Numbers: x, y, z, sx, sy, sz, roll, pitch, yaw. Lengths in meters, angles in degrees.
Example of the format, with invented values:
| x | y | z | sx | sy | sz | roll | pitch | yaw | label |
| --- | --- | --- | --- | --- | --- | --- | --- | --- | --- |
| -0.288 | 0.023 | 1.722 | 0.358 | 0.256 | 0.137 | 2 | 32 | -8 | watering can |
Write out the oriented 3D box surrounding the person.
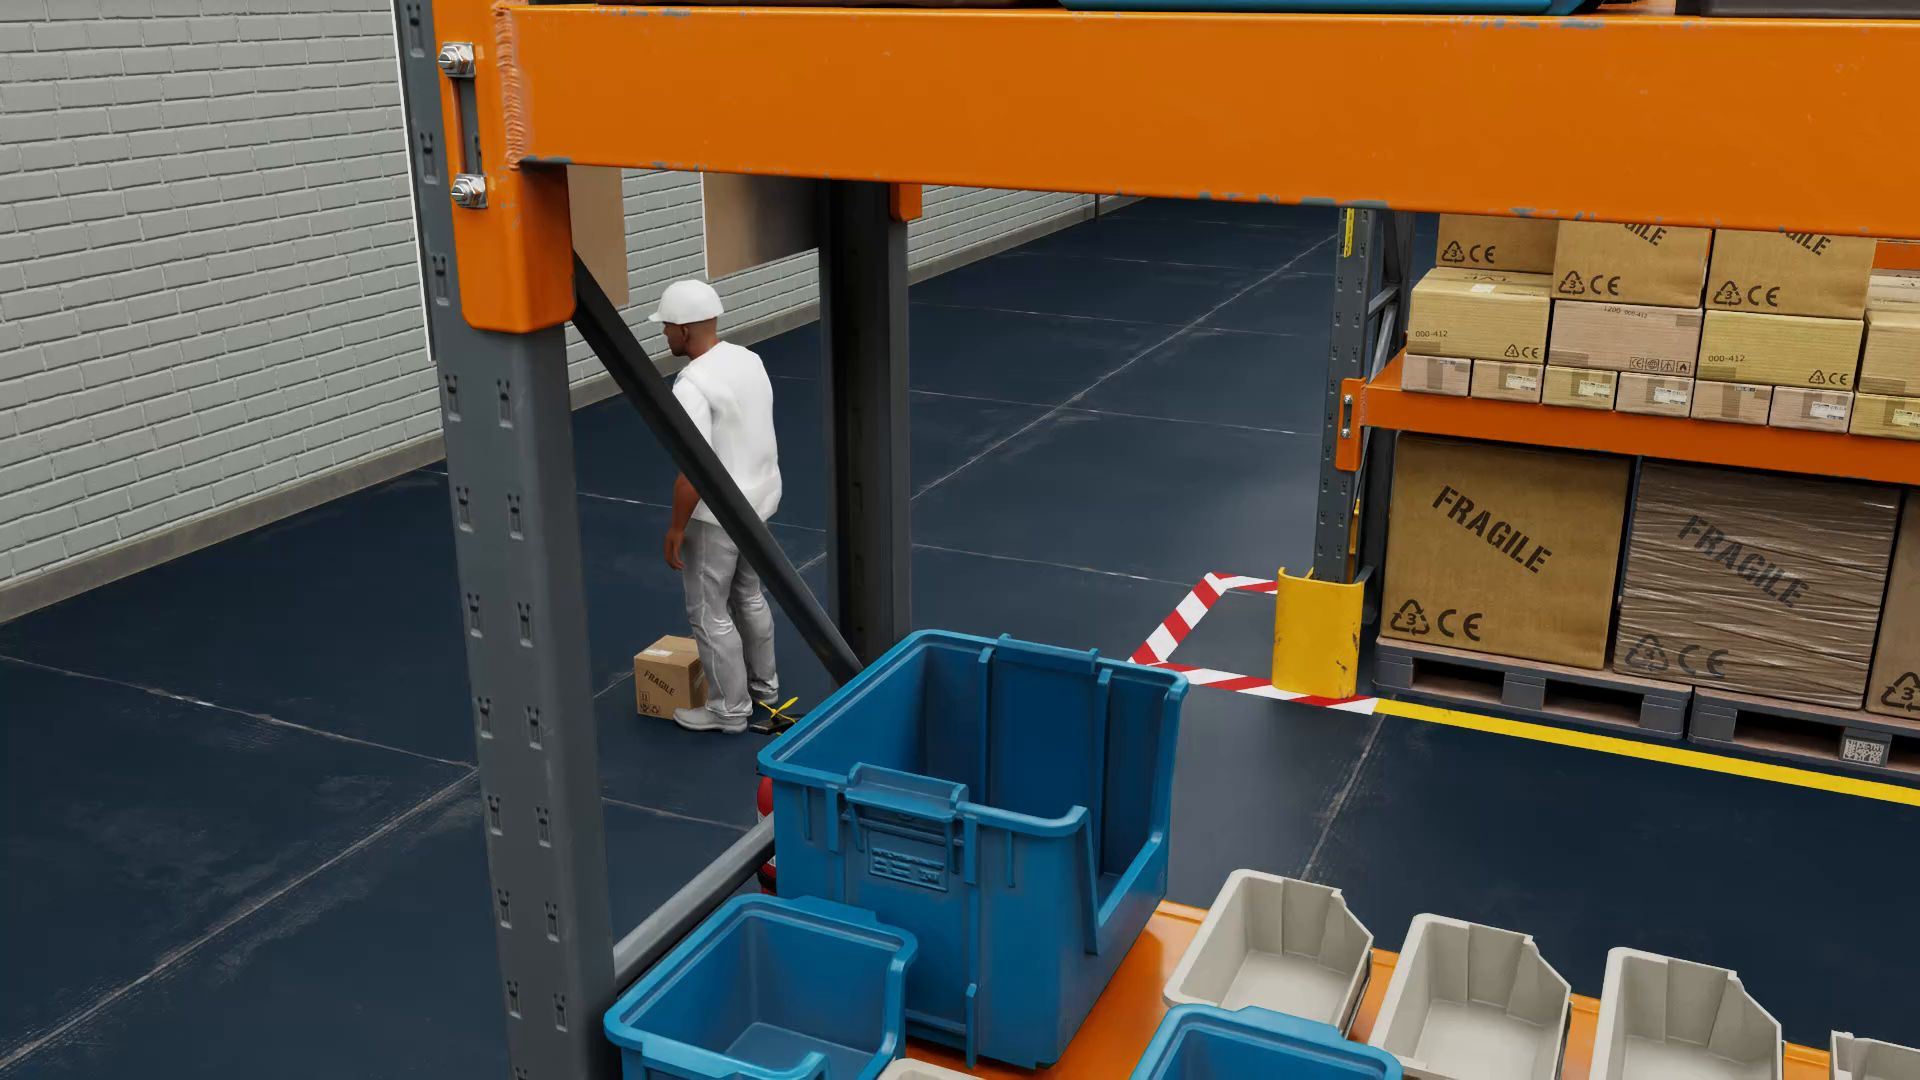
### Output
| x | y | z | sx | sy | sz | roll | pitch | yaw | label |
| --- | --- | --- | --- | --- | --- | --- | --- | --- | --- |
| -0.932 | -0.124 | 6.398 | 0.456 | 1.761 | 0.637 | 7 | 20 | 21 | person |
